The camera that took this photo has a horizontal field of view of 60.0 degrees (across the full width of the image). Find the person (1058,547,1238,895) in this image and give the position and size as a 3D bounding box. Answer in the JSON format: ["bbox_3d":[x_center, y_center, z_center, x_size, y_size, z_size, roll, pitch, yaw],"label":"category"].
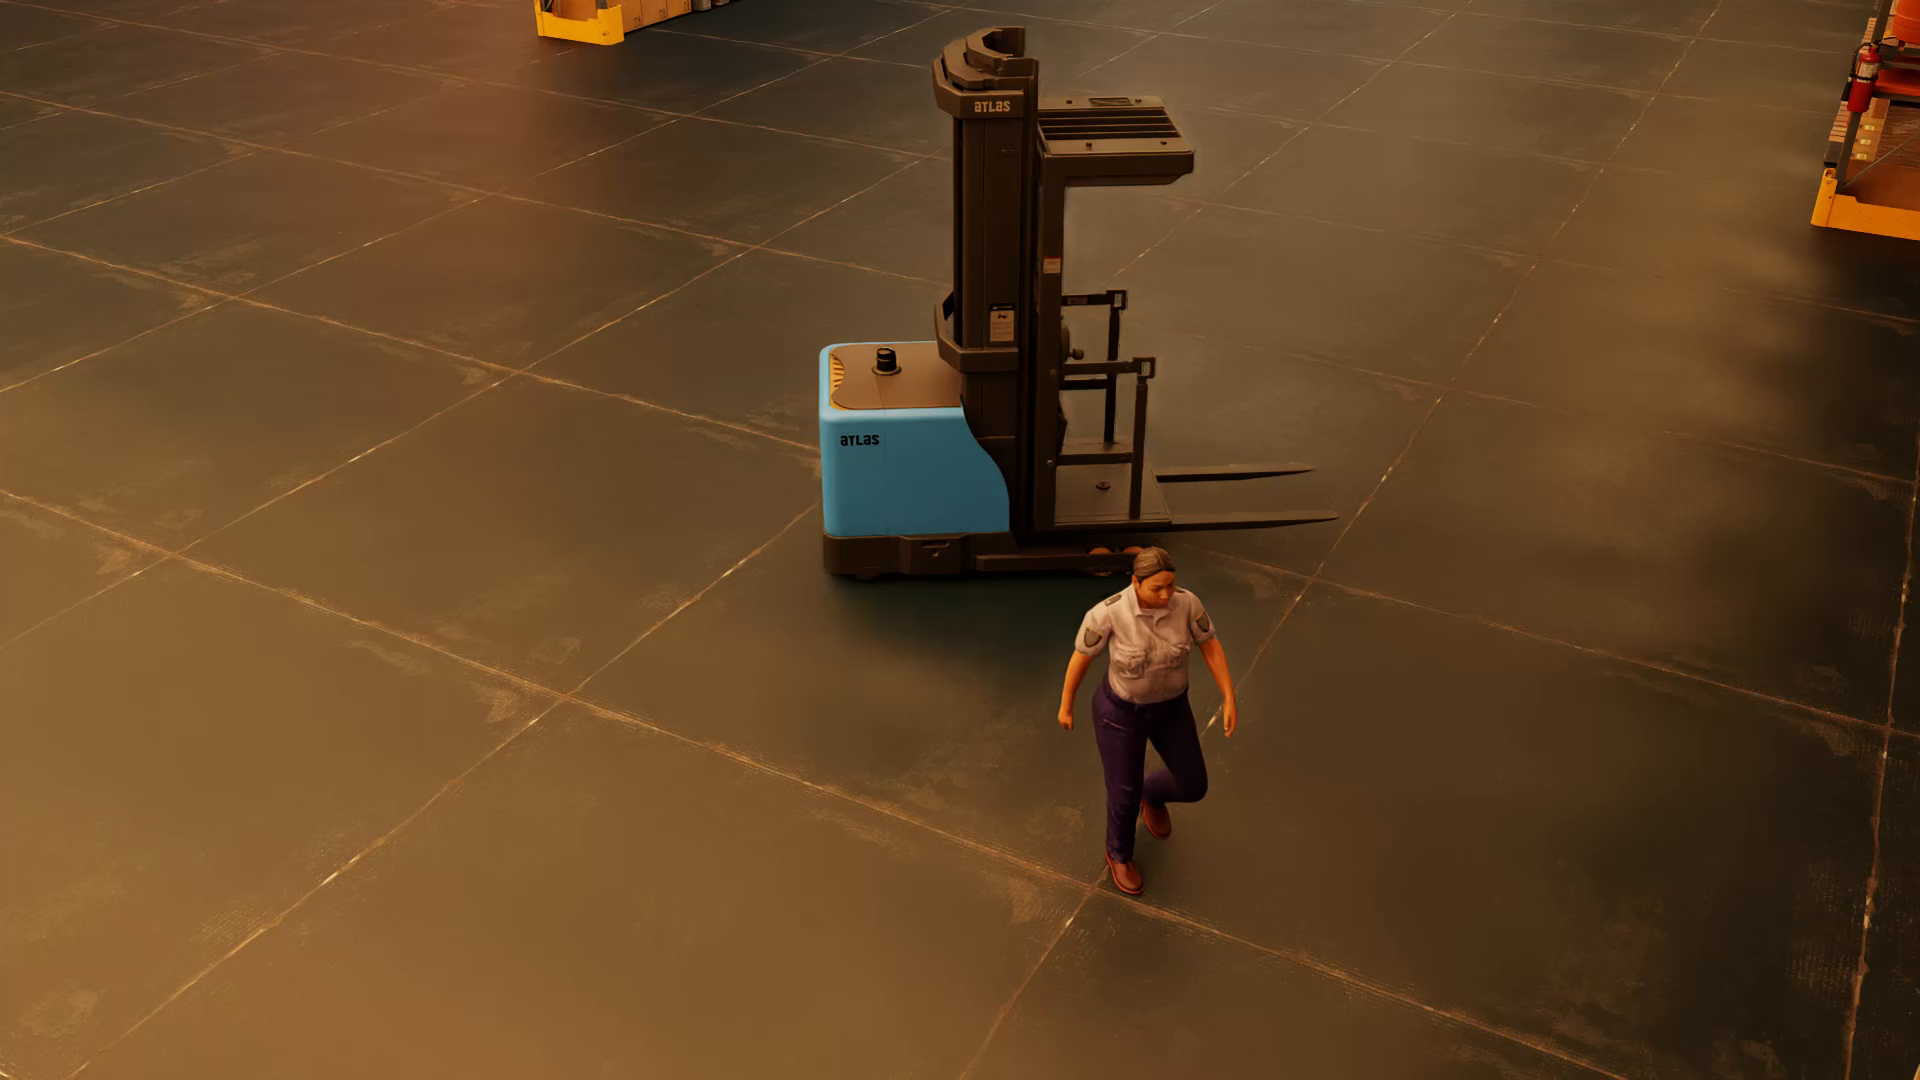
[{"bbox_3d":[0.784,0.726,7.122,0.689,1.632,0.511,-9,31,-15],"label":"person"}]

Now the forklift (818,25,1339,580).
[{"bbox_3d":[0.696,-1.320,9.358,3.031,2.935,1.130,-2,30,-4],"label":"forklift"}]
